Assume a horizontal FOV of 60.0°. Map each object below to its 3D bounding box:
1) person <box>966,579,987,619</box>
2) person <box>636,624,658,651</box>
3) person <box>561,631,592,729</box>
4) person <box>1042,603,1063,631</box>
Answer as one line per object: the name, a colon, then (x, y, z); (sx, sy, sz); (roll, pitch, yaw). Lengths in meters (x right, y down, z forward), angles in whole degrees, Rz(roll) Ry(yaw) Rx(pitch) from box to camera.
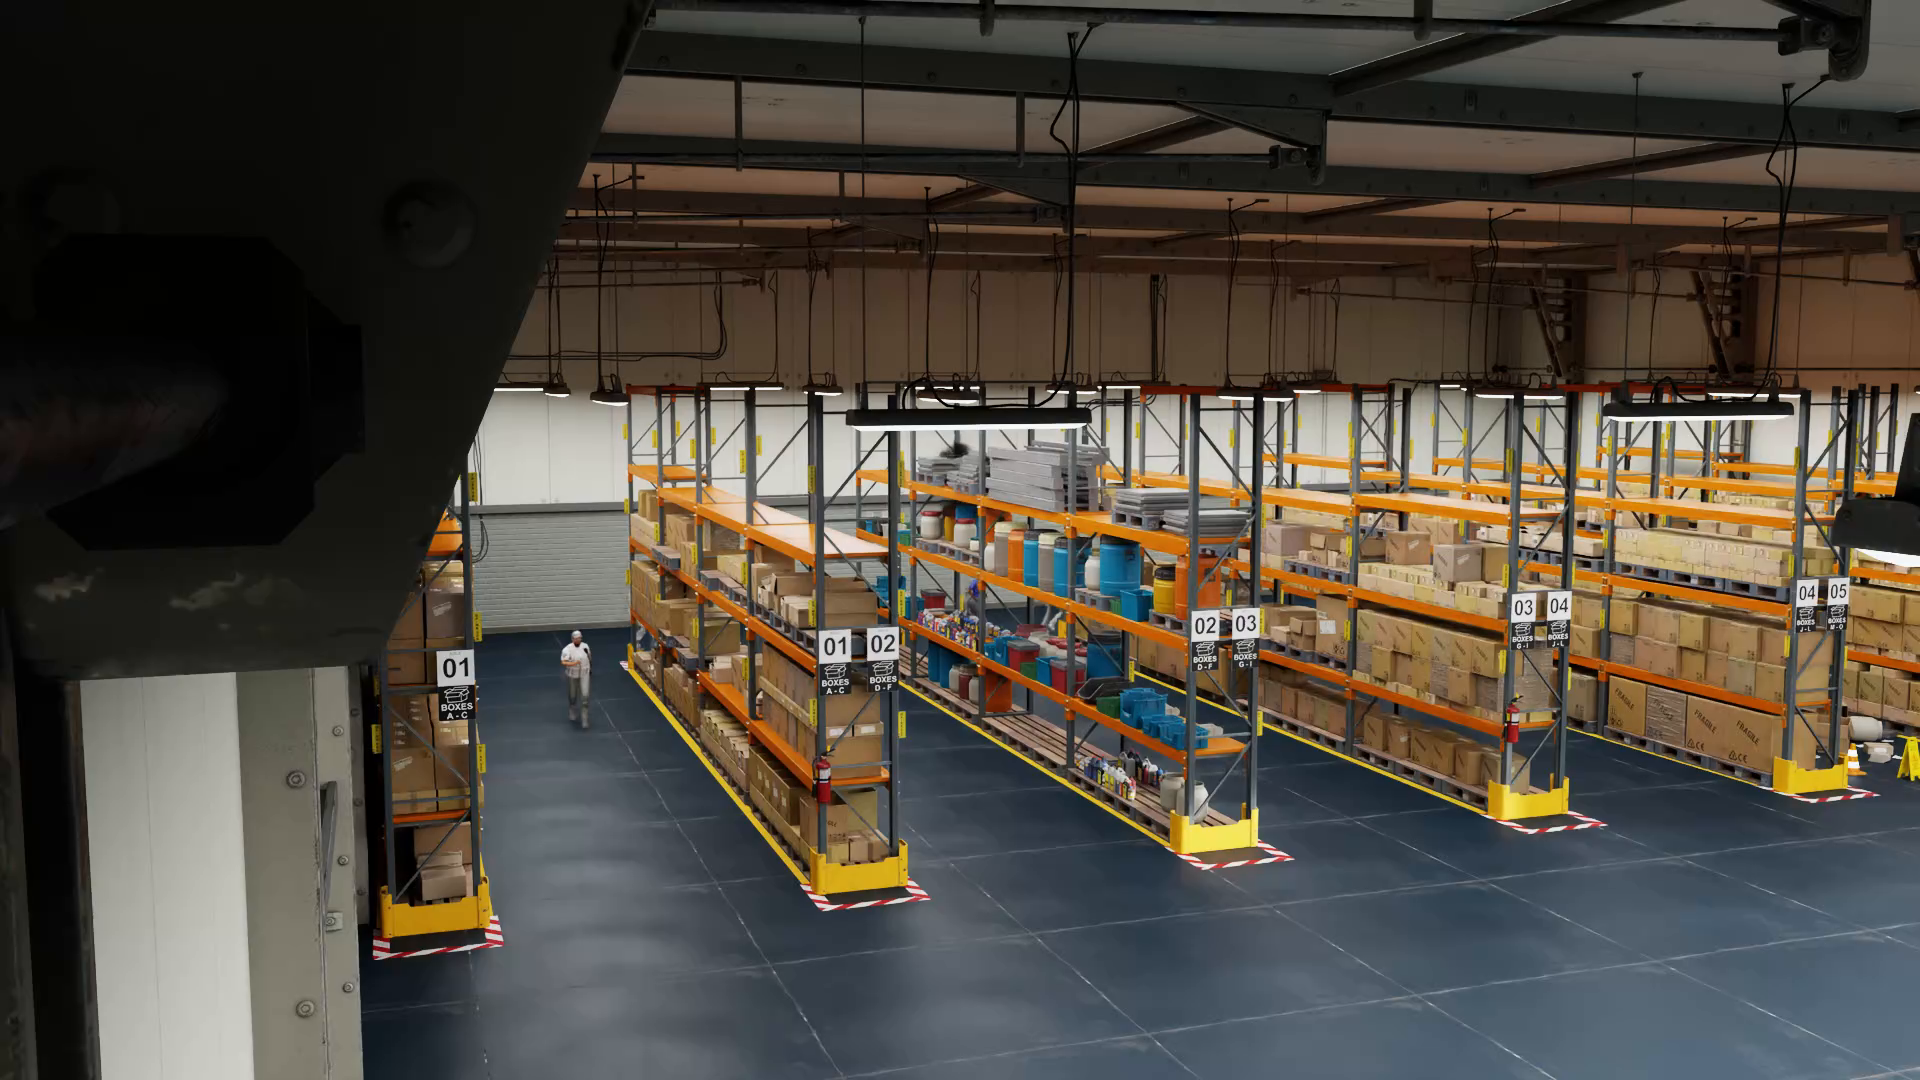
person: (0.248, 1.518, 39.112); (0.754, 1.634, 0.553); (0, 6, -2)
person: (-6.853, 1.639, 36.826); (0.864, 1.842, 0.645); (2, 6, 22)
person: (-6.811, 2.450, 29.562); (0.555, 1.705, 0.854); (-2, 6, -19)
person: (2.228, 1.442, 39.645); (0.490, 1.569, 0.528); (-5, 7, -38)
